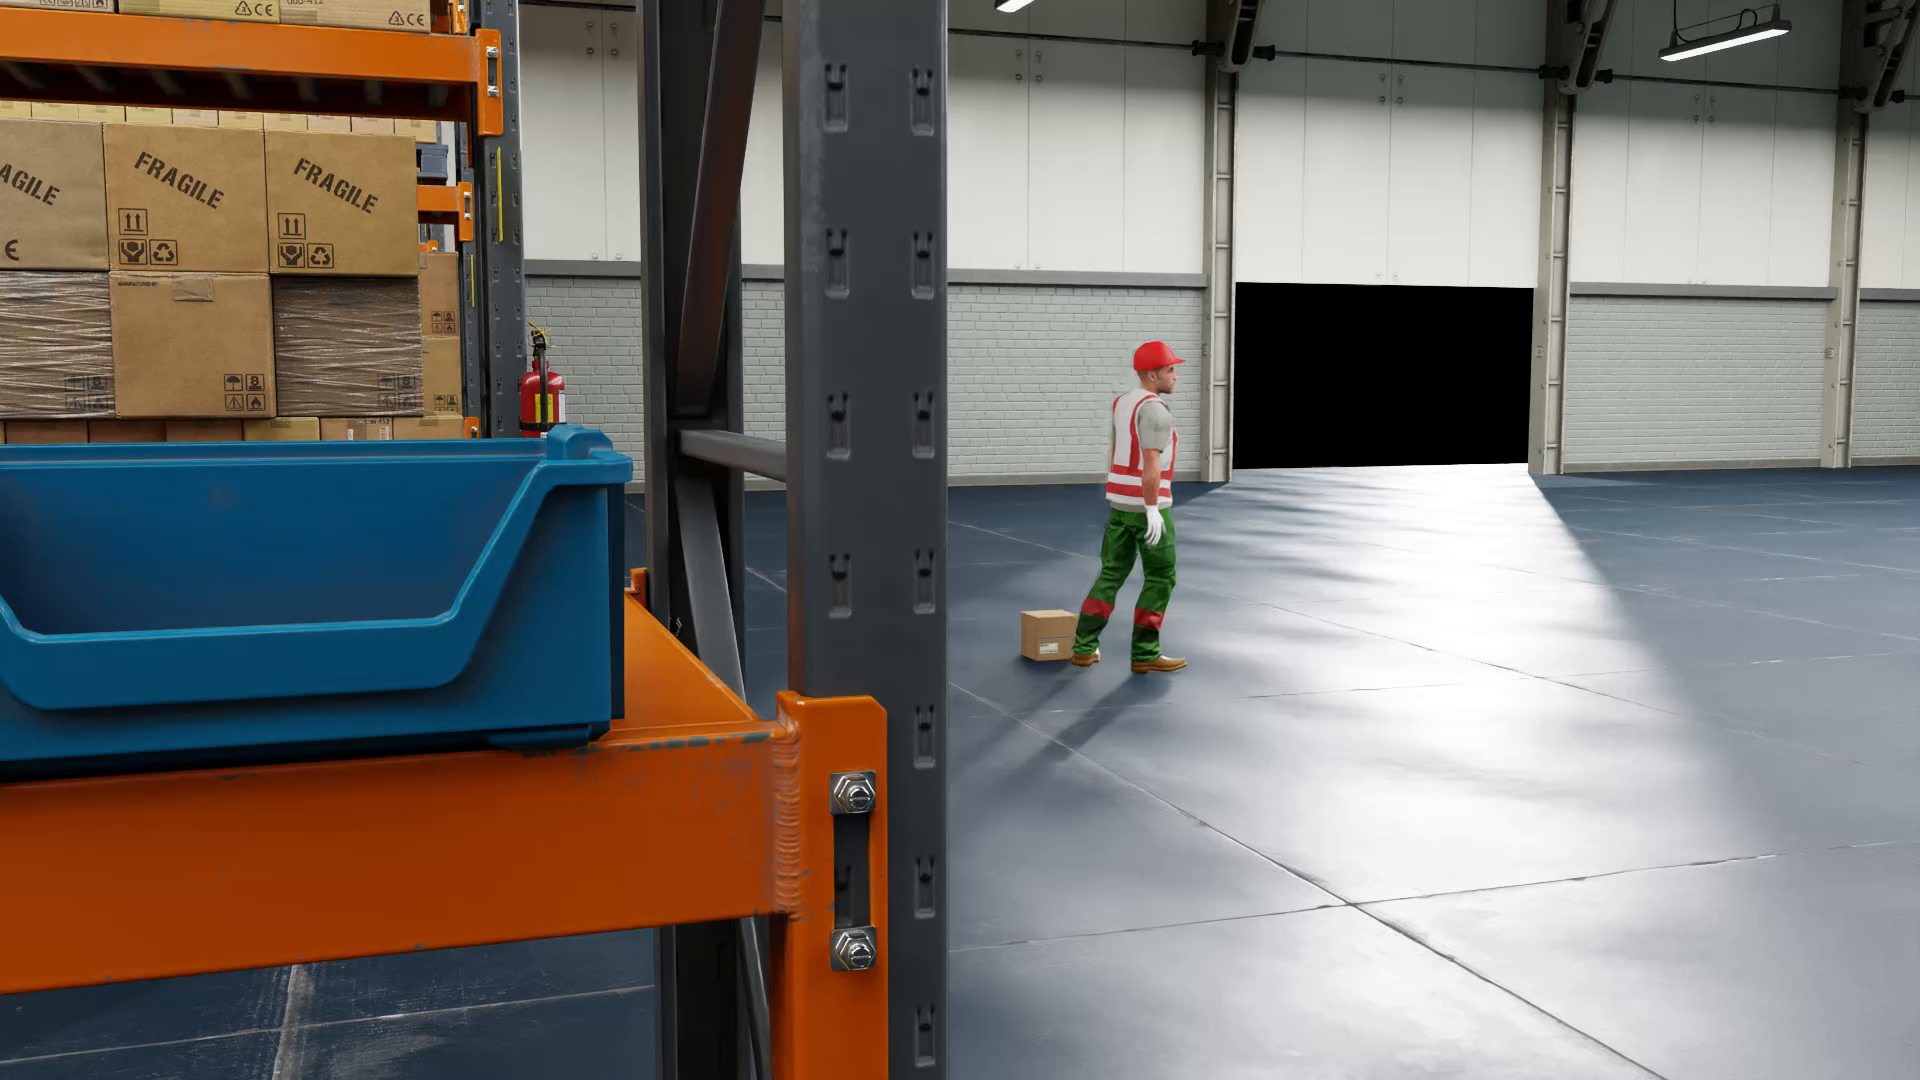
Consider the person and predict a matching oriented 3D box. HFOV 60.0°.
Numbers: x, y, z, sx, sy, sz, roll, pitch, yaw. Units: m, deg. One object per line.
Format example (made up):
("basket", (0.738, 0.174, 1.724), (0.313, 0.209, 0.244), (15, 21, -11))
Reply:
("person", (0.913, -0.169, 8.905), (0.593, 1.778, 0.589), (-2, 6, -21))
